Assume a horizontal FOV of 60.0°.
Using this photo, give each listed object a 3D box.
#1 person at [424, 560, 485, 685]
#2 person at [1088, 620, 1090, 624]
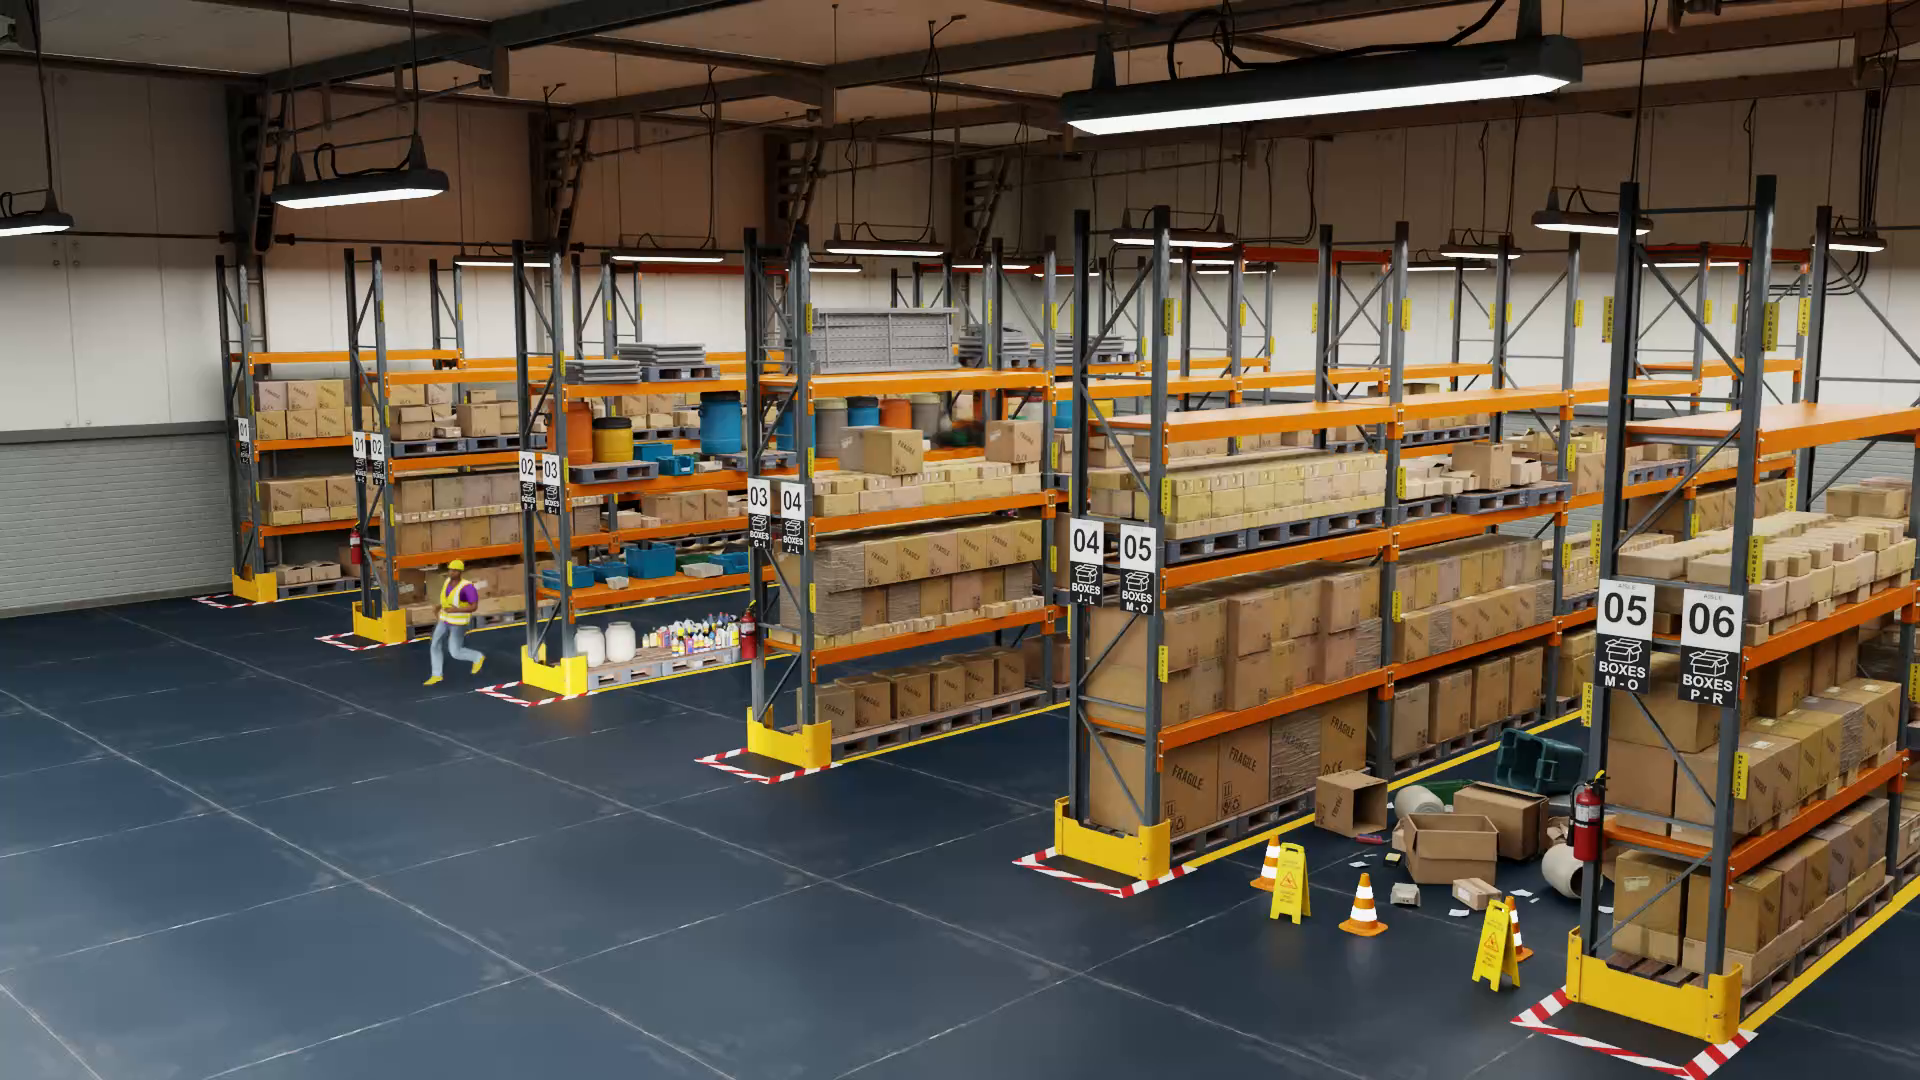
[{"bbox_3d":[-6.897,1.120,22.803,0.733,1.716,0.819,5,9,31],"label":"person"},{"bbox_3d":[1.916,0.545,24.997,0.536,1.775,0.714,8,11,44],"label":"person"}]
